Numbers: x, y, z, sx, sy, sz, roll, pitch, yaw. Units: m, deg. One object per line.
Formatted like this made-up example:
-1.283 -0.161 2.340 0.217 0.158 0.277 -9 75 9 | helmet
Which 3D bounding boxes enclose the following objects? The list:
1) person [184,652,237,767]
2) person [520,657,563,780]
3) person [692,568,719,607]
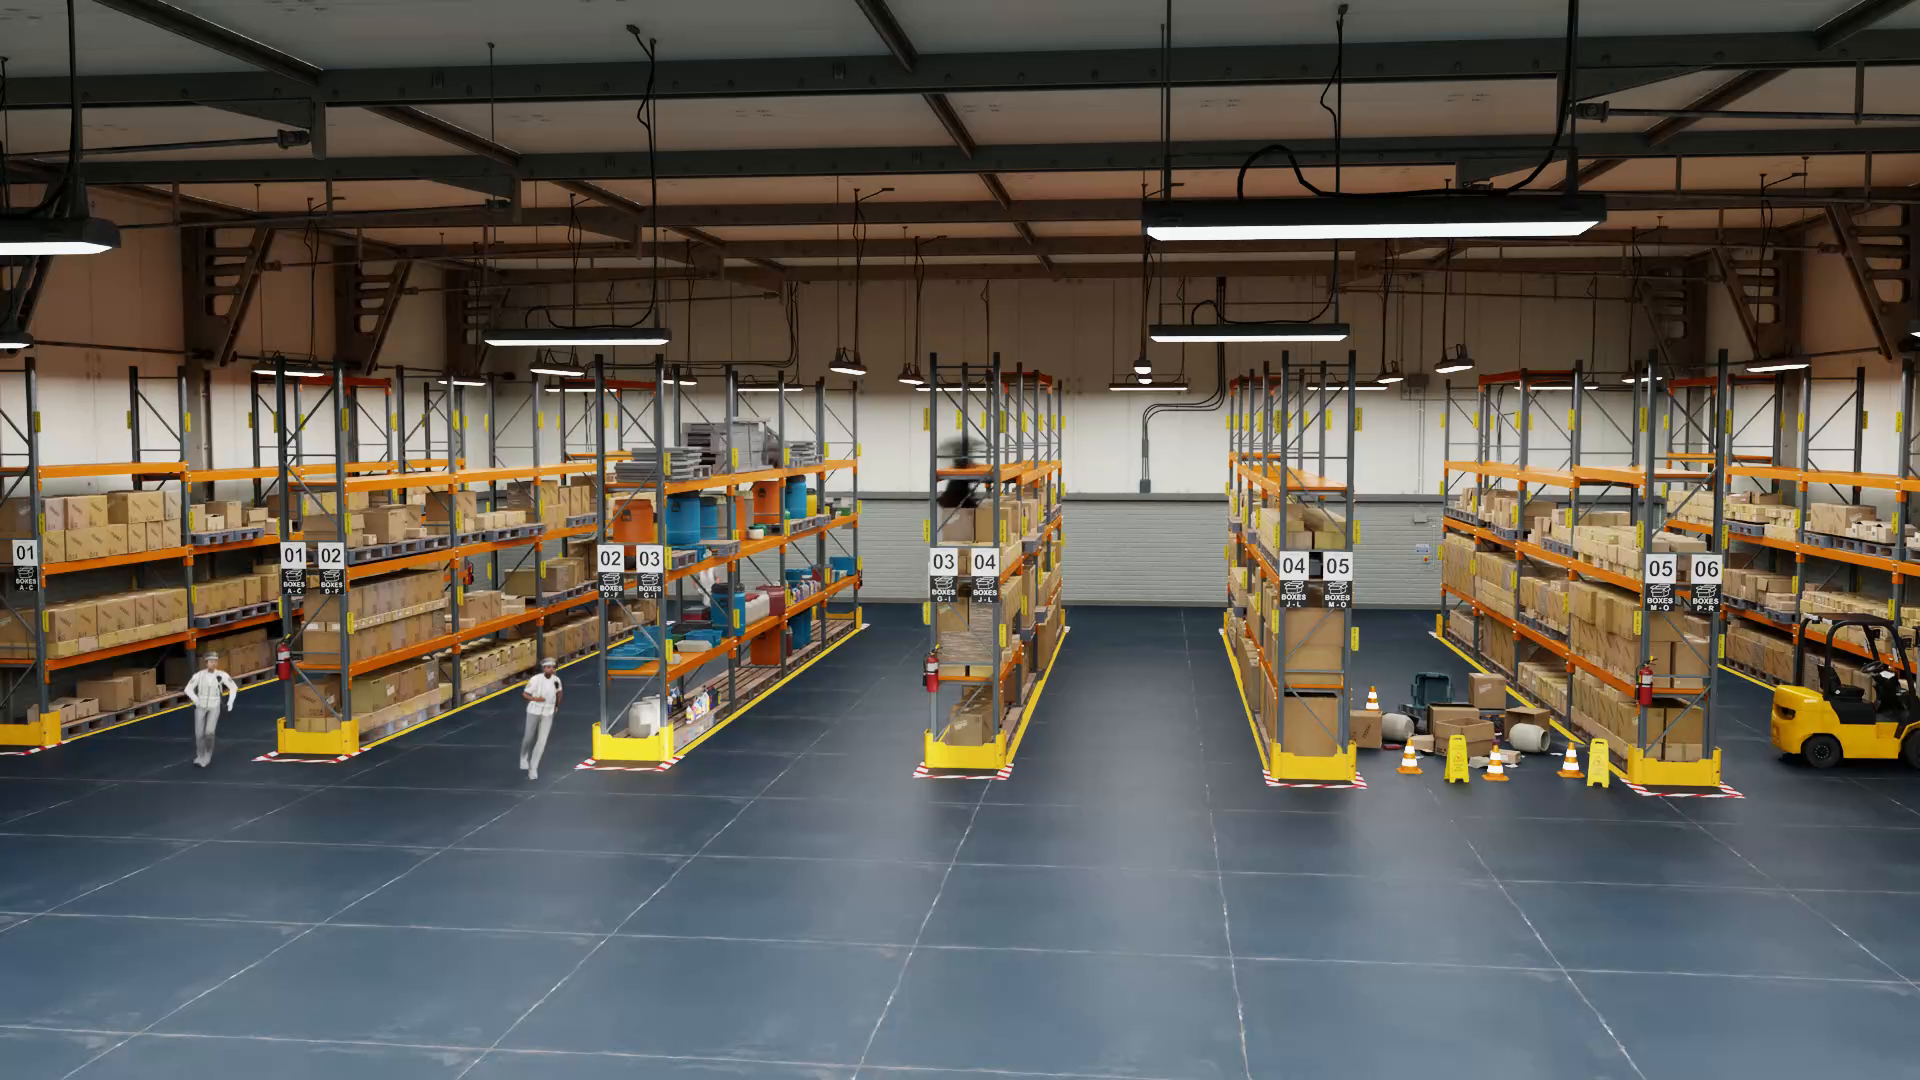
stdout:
-10.926 2.457 24.244 0.685 1.664 0.571 -1 4 -17 | person
-5.938 2.493 23.683 0.615 1.682 0.861 -2 4 -22 | person
-6.151 1.289 40.432 0.710 1.727 0.555 -1 4 -17 | person
